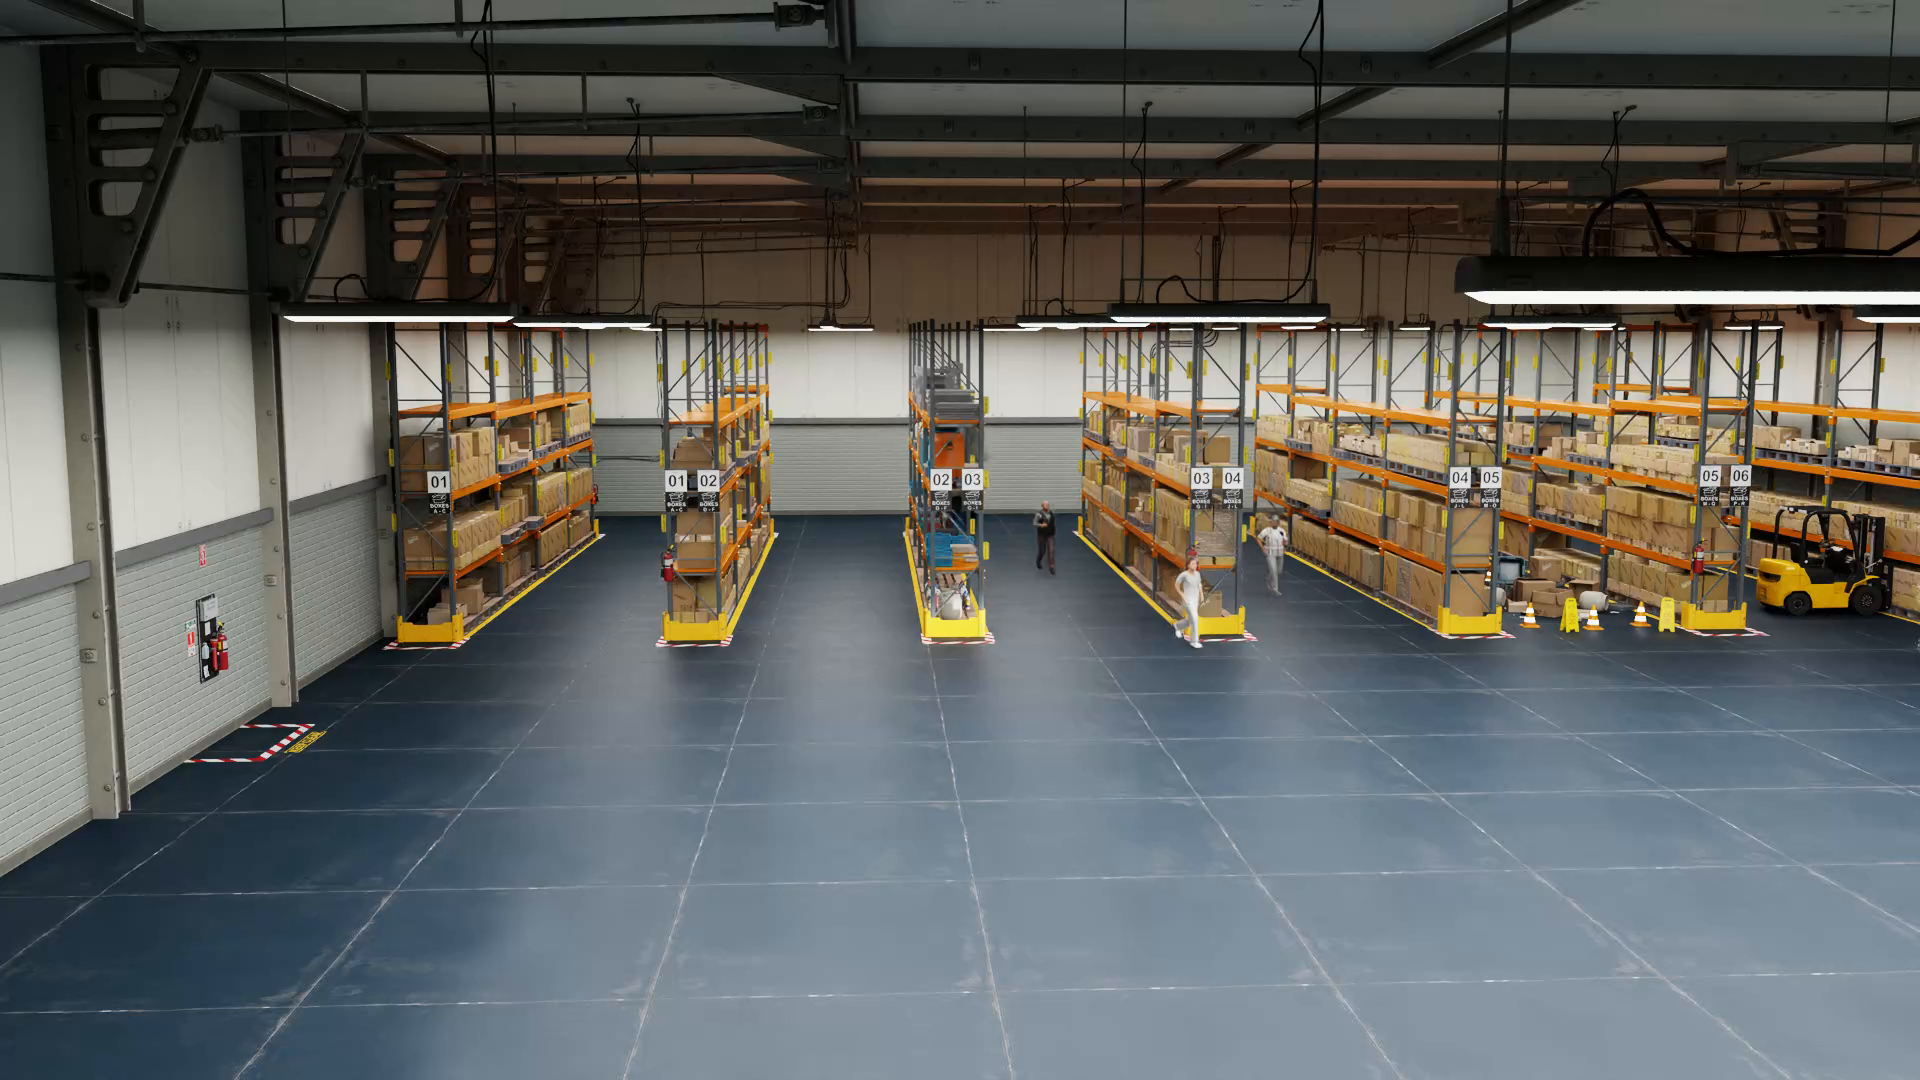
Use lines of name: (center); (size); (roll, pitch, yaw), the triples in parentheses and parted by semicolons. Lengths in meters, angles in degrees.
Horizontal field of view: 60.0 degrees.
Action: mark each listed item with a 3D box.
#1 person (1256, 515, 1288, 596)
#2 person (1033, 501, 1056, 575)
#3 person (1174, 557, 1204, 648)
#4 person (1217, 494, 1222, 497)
person: (6.923, 0.312, 36.661); (0.672, 1.756, 0.933); (-2, 7, -16)
person: (2.056, -0.080, 39.896); (0.657, 1.725, 0.950); (-2, 7, -17)
person: (4.208, 1.126, 30.742); (0.556, 1.652, 0.820); (-5, 9, -35)
person: (7.245, -0.959, 48.010); (0.680, 1.511, 0.591); (3, 8, 23)
